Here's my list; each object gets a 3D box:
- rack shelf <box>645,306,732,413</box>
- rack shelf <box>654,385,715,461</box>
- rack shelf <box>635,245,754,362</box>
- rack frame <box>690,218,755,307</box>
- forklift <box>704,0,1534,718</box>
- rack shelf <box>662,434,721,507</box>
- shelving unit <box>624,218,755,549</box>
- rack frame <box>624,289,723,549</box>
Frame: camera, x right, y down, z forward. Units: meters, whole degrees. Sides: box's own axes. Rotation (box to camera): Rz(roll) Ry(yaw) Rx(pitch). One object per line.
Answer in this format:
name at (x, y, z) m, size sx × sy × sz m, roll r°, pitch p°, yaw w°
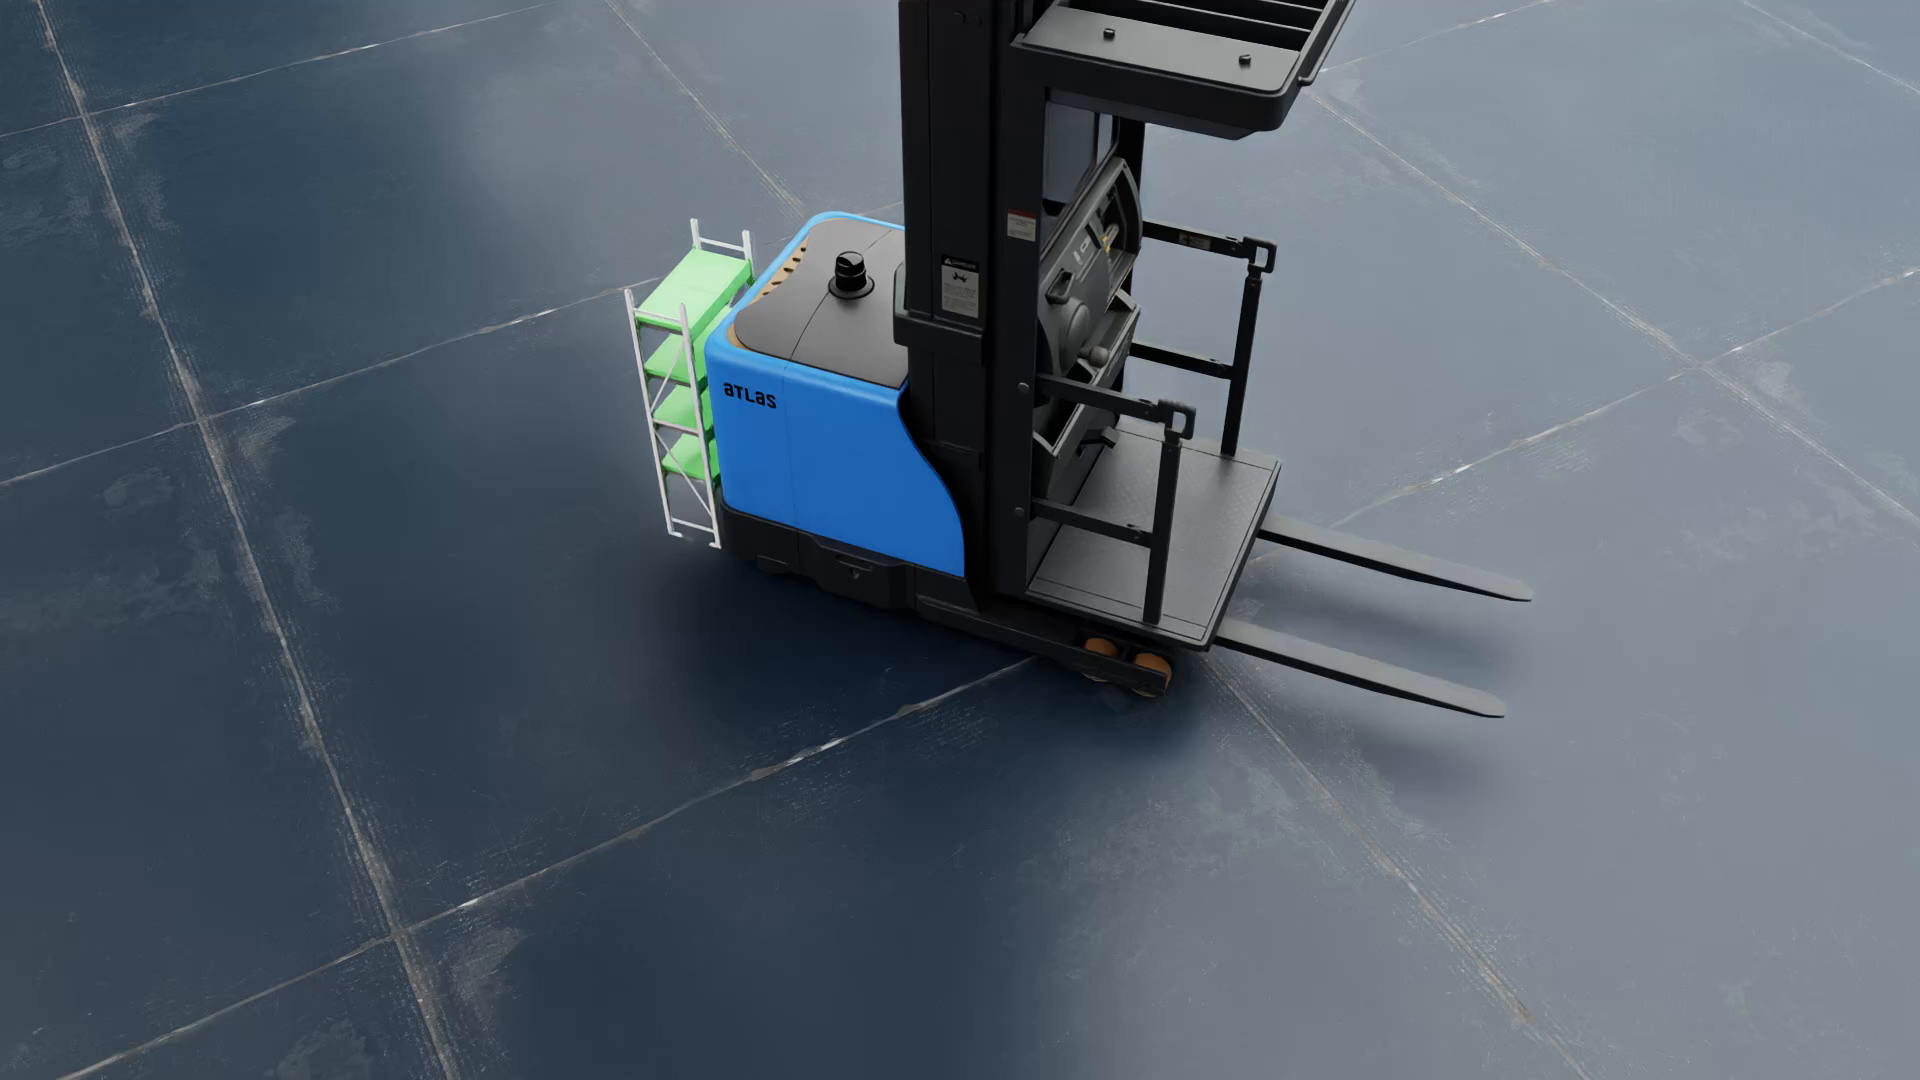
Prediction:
rack shelf at (-0.990, -0.716, 6.371) m, size 0.258 × 0.148 × 0.480 m, roll 15°, pitch 46°, yaw 16°
rack shelf at (-0.987, -0.543, 6.537) m, size 0.258 × 0.148 × 0.480 m, roll 15°, pitch 46°, yaw 16°
rack shelf at (-0.993, -0.889, 6.205) m, size 0.258 × 0.148 × 0.480 m, roll 15°, pitch 46°, yaw 16°
rack frame at (-0.896, -0.747, 6.655) m, size 0.240 × 1.200 × 0.015 m, roll 15°, pitch 46°, yaw 16°
forklift at (0.629, -0.895, 5.568) m, size 3.031 × 2.935 × 1.130 m, roll 16°, pitch 46°, yaw 16°
rack shelf at (-0.985, -0.370, 6.704) m, size 0.258 × 0.148 × 0.480 m, roll 15°, pitch 46°, yaw 16°
shelving unit at (-0.988, -0.589, 6.493) m, size 0.258 × 1.200 × 0.503 m, roll 15°, pitch 46°, yaw 16°
rack frame at (-1.080, -0.432, 6.331) m, size 0.240 × 1.200 × 0.015 m, roll 15°, pitch 46°, yaw 16°
